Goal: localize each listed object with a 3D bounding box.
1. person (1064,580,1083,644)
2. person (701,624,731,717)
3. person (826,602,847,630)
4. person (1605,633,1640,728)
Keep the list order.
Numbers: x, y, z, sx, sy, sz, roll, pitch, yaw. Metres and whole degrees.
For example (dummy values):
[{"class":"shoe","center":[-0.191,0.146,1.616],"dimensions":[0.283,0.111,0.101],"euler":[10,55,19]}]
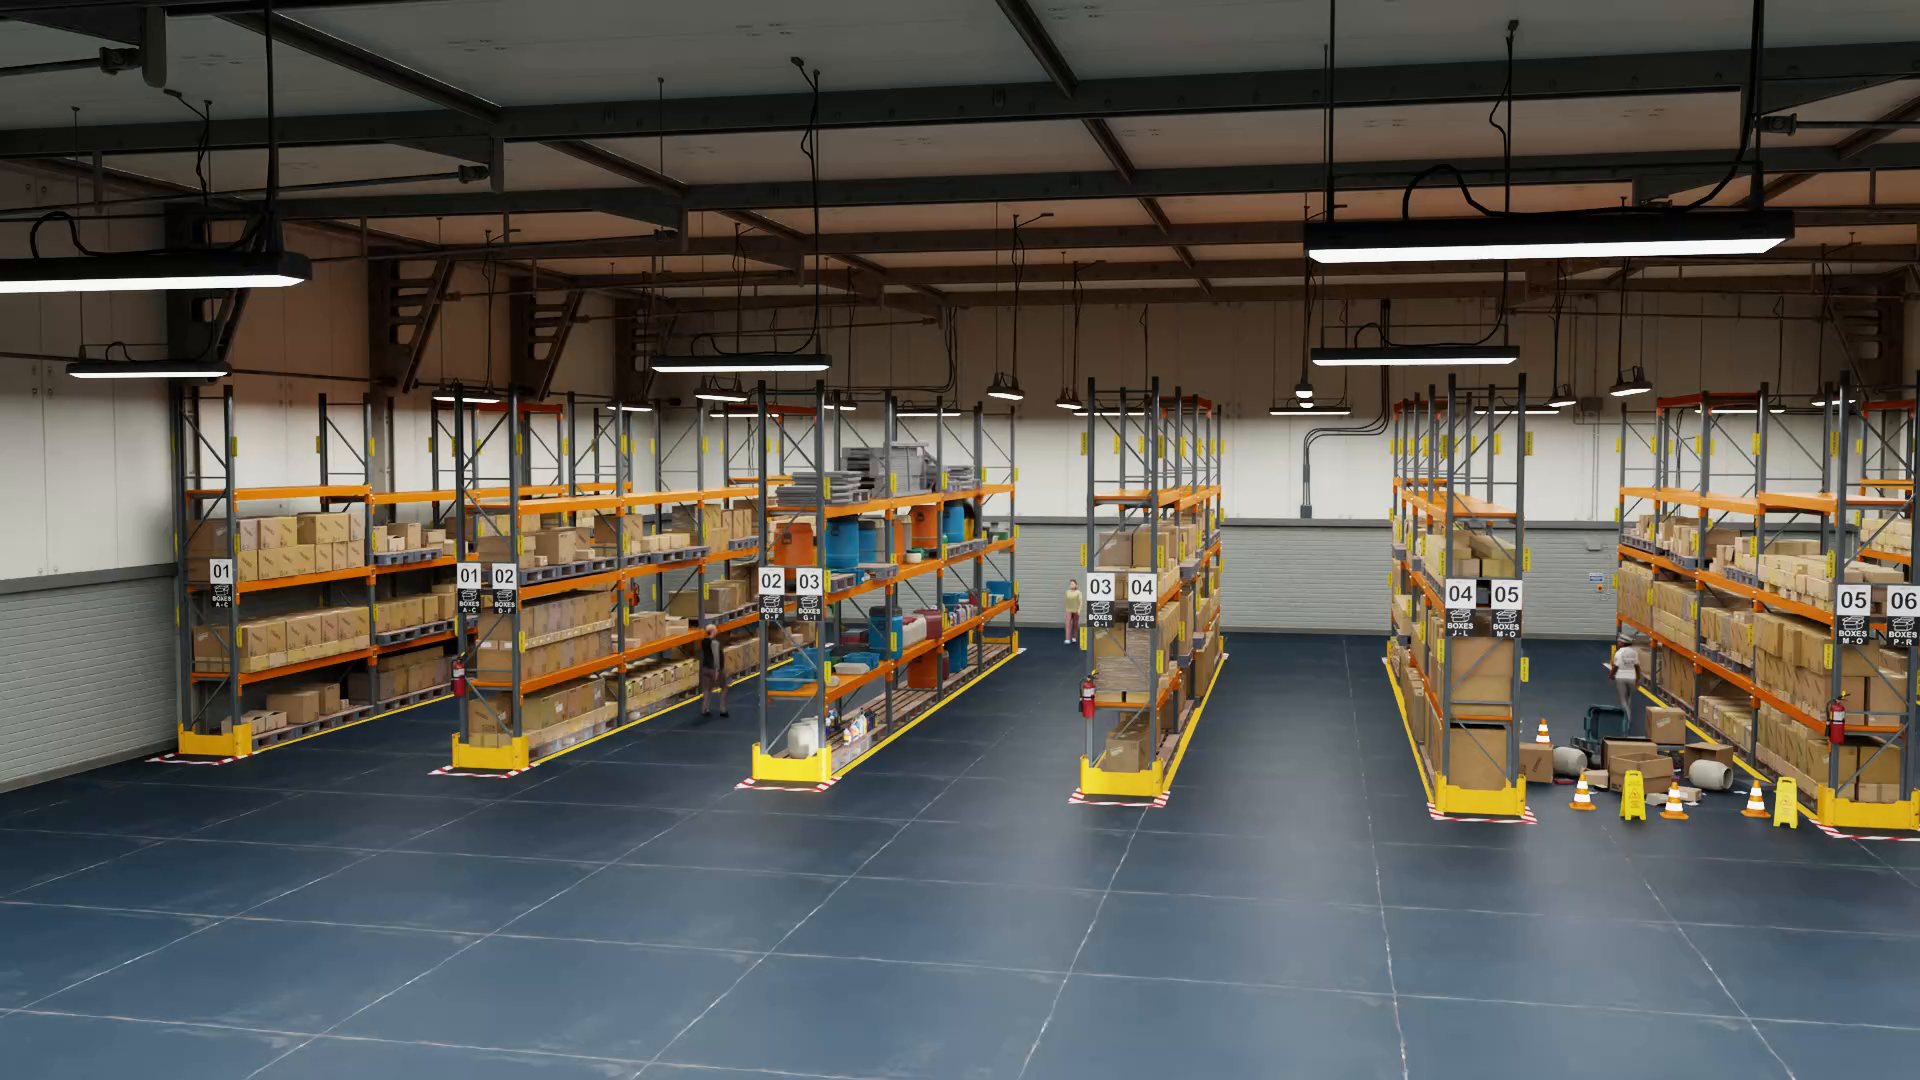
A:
[{"class":"person","center":[2.872,1.812,42.085],"dimensions":[0.455,1.605,1.030],"euler":[0,3,7]},{"class":"person","center":[-4.546,2.450,30.776],"dimensions":[0.530,1.792,0.581],"euler":[3,4,39]},{"class":"person","center":[-3.578,1.596,45.240],"dimensions":[1.057,1.731,0.632],"euler":[2,4,31]},{"class":"person","center":[11.824,2.511,29.642],"dimensions":[0.556,1.697,0.767],"euler":[0,3,2]}]
